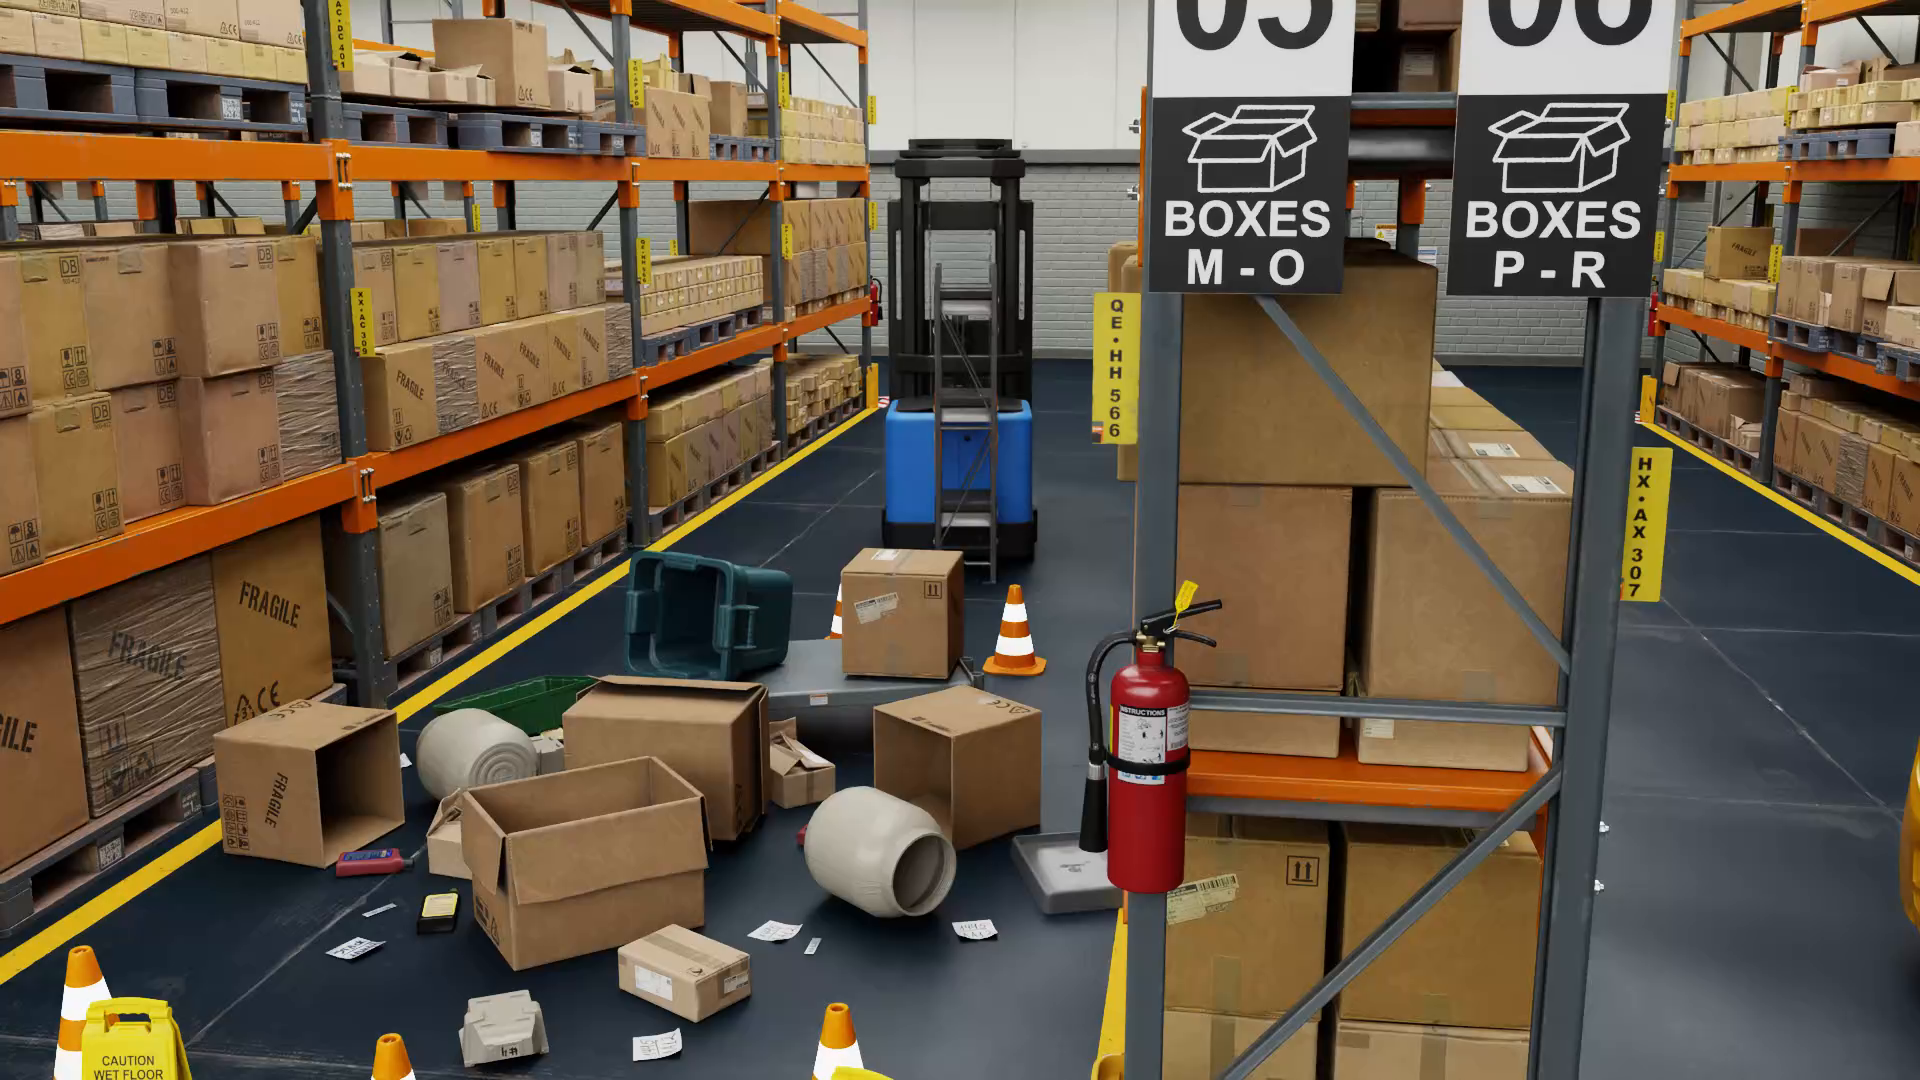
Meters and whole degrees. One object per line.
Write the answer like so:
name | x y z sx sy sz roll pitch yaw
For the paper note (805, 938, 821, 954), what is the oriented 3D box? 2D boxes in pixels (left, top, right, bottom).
paper note | -0.517 1.427 5.847 0.032 0.001 0.123 2 12 9

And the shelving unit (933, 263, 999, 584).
shelving unit | 0.040 -0.783 11.140 0.431 2.100 0.503 0 12 0

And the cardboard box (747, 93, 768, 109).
cardboard box | -1.895 -4.148 15.725 0.380 0.149 0.250 2 12 8

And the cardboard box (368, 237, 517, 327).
cardboard box | -3.105 -1.556 9.985 0.700 0.500 0.500 2 12 8

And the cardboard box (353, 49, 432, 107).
cardboard box | -3.357 -2.647 9.512 0.500 0.311 0.500 1 12 7

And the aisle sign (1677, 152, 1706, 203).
aisle sign | 7.968 -4.091 18.186 0.394 0.787 0.004 2 12 9

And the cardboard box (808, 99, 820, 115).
cardboard box | -1.646 -4.420 16.987 0.380 0.149 0.250 3 12 11

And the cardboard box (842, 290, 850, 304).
cardboard box | -1.450 -2.739 18.679 0.380 0.149 0.250 2 12 10

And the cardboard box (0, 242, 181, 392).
cardboard box | -3.689 -0.897 6.617 0.875 0.550 0.550 2 12 9

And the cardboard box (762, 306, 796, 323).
cardboard box | -1.812 -2.189 16.126 0.380 0.149 0.250 2 12 11

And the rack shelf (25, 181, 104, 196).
rack shelf | -11.651 -4.136 19.155 1.077 0.370 4.000 2 12 9

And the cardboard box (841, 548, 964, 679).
cardboard box | -0.266 0.342 7.923 0.500 0.500 0.500 2 12 9

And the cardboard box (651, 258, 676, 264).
cardboard box | -2.773 -2.458 14.966 0.380 0.149 0.250 2 12 9

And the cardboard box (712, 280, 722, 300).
cardboard box | -2.244 -2.127 14.138 0.380 0.149 0.250 2 12 9

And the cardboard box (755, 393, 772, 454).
cardboard box | -2.044 -1.084 15.341 0.500 0.500 0.500 2 12 8

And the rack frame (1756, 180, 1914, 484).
rack frame | 7.633 -1.964 14.486 1.000 3.000 0.127 2 12 9

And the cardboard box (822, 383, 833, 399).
cardboard box | -1.581 -1.606 17.891 0.380 0.149 0.250 2 12 9

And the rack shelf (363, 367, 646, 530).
rack shelf | -3.102 -0.663 10.155 1.077 0.370 4.000 2 12 9

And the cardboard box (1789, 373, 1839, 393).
cardboard box | 7.374 -1.342 14.289 0.380 0.149 0.250 2 12 8

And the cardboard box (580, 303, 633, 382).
cardboard box | -2.598 -1.377 11.525 0.500 0.500 0.500 2 12 9

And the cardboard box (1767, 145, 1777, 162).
cardboard box | 7.437 -3.443 14.824 0.380 0.149 0.250 2 12 9

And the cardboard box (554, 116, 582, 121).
cardboard box | -2.958 -3.073 12.274 0.500 0.500 0.500 2 12 9

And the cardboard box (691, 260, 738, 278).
cardboard box | -2.170 -2.382 14.615 0.380 0.149 0.250 2 12 8

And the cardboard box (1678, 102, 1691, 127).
cardboard box | 7.931 -4.495 17.574 0.500 0.250 0.500 2 12 8

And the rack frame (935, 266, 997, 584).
rack frame | 0.038 -0.731 10.902 0.400 2.100 0.015 0 12 0

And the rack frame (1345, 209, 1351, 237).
rack frame | 2.112 -1.291 11.365 1.000 3.000 0.127 2 12 9

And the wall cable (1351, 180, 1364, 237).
wall cable | 5.590 -4.584 24.233 0.588 1.984 0.122 2 12 9

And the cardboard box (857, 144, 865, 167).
cardboard box | -1.373 -4.386 18.959 0.500 0.250 0.500 2 12 7

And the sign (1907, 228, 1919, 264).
sign | 8.182 -2.513 14.284 0.100 0.325 0.005 2 12 9

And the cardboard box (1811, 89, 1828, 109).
cardboard box | 7.102 -3.550 13.380 0.380 0.149 0.250 2 12 8

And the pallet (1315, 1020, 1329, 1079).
pallet | 1.053 1.554 4.784 1.003 0.211 1.213 2 12 9

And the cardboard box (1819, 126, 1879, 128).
cardboard box | 7.178 -3.404 13.408 0.380 0.149 0.250 2 12 9

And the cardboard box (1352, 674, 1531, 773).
cardboard box | 1.139 0.433 3.961 0.380 0.149 0.250 2 12 9

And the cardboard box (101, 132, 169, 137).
cardboard box | -7.387 -3.760 14.460 0.797 0.503 0.637 2 12 8

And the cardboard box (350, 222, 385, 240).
cardboard box | -6.580 -3.186 18.026 0.500 0.500 0.500 1 12 7

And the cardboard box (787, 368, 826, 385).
cardboard box | -1.656 -1.755 17.876 0.380 0.149 0.250 2 12 9

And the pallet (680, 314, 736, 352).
pallet | -2.530 -1.750 13.950 1.003 0.211 1.213 2 12 9

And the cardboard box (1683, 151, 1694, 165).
cardboard box | 7.969 -4.081 17.787 0.380 0.149 0.250 2 12 10

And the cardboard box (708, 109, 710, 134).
cardboard box | -2.522 -3.715 14.706 0.500 0.311 0.500 2 12 8

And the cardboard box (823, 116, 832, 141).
cardboard box | -1.631 -4.311 17.428 0.500 0.250 0.500 1 12 6

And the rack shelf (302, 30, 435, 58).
rack shelf | -6.757 -5.247 18.136 1.077 0.370 4.000 2 12 9

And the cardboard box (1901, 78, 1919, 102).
cardboard box | 6.978 -3.216 11.878 0.380 0.149 0.250 2 12 9

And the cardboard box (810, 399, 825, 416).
cardboard box | -1.646 -1.412 17.694 0.380 0.149 0.250 2 12 7

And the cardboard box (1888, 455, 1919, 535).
cardboard box | 6.957 -0.313 11.764 0.500 0.500 0.500 2 12 8

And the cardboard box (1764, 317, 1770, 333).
cardboard box | 7.432 -1.916 14.858 0.380 0.149 0.250 2 12 9

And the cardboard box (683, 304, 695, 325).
cardboard box | -2.365 -1.823 13.434 0.380 0.149 0.250 2 12 11

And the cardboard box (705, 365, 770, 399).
cardboard box | -2.044 -1.450 15.258 0.500 0.250 0.500 2 12 7

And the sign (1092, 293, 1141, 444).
sign | 0.337 -0.369 3.585 0.100 0.325 0.005 2 12 9

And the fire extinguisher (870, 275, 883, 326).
fire extinguisher | -1.069 -2.913 19.960 0.296 0.674 0.183 2 12 9

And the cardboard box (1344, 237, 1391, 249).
cardboard box | 1.021 -0.736 5.473 0.700 0.500 0.500 2 12 8

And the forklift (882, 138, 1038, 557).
forklift | 0.005 -1.564 12.793 1.130 2.935 3.031 0 12 0

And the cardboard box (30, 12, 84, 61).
cardboard box | -3.384 -1.792 5.929 0.380 0.149 0.250 2 12 8

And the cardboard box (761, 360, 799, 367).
cardboard box | -2.026 -1.936 18.717 0.380 0.149 0.250 1 12 6

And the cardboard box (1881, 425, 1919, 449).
cardboard box | 7.062 -0.759 12.293 0.380 0.149 0.250 2 12 8

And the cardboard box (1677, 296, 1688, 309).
cardboard box | 7.933 -2.560 17.847 0.380 0.149 0.250 2 12 10

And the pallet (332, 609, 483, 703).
pallet | -3.365 0.602 9.198 1.003 0.211 1.213 2 12 9

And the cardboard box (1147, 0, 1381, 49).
cardboard box | 0.694 -1.280 3.840 0.500 0.250 0.500 2 12 8
